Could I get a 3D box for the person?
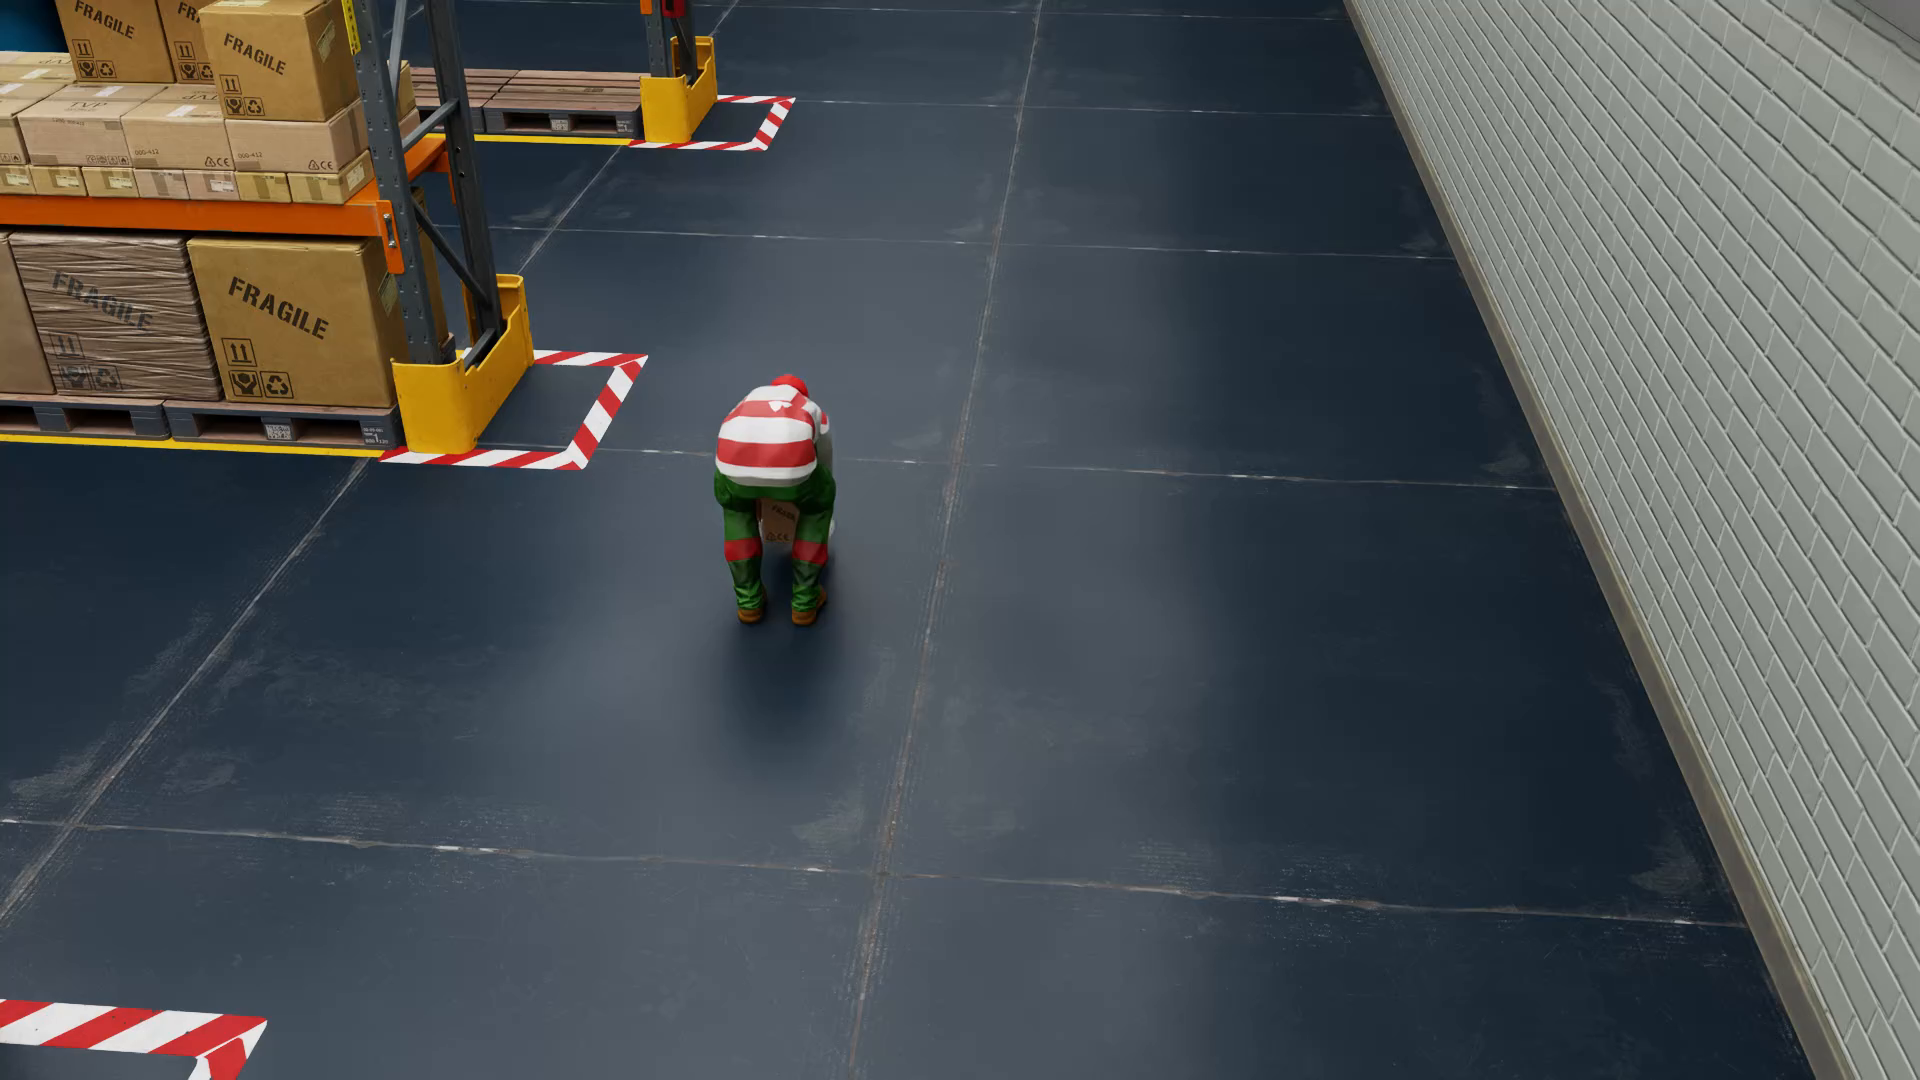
[{"bbox_3d":[-0.785,-0.236,7.219,0.524,1.023,0.954,1,32,2],"label":"person"}]
